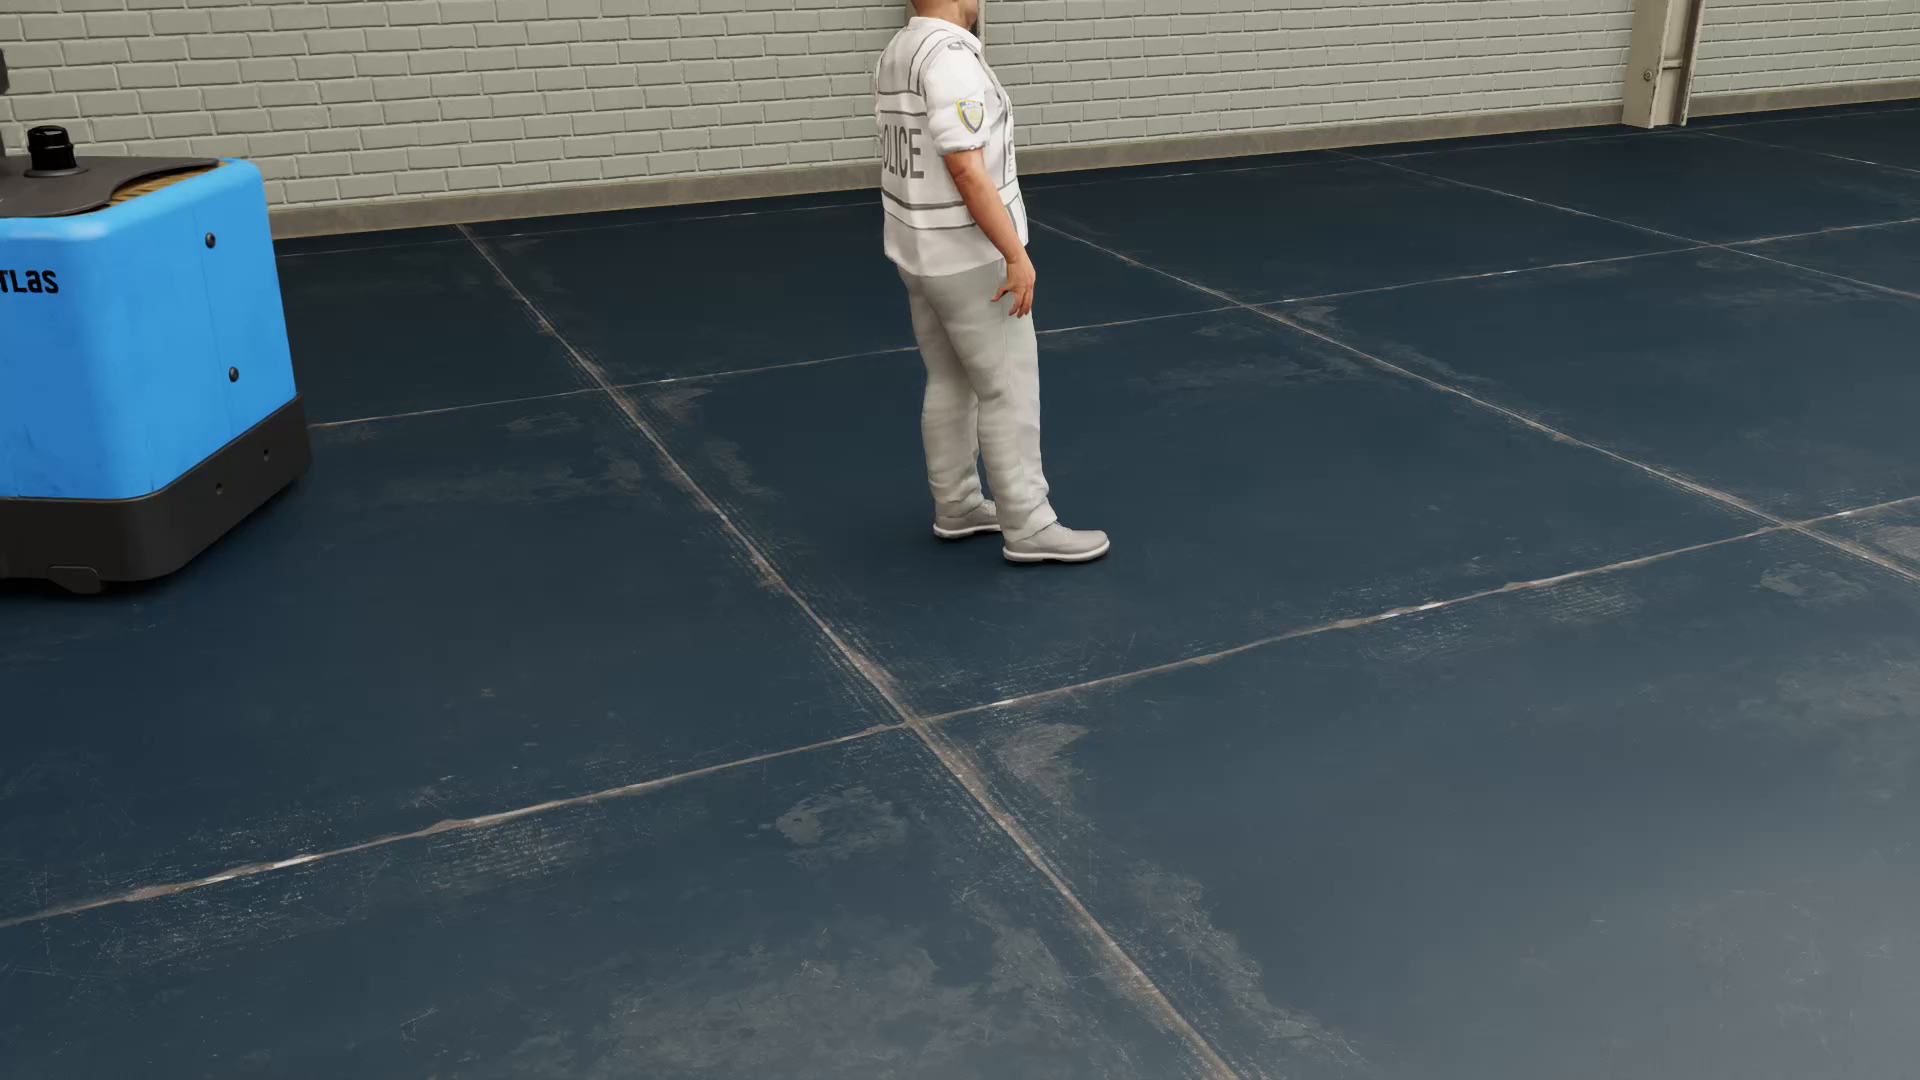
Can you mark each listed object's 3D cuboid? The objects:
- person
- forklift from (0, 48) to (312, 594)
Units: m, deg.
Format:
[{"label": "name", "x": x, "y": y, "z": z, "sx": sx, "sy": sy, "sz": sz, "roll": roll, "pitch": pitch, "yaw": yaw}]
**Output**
[{"label": "person", "x": 0.075, "y": -0.838, "z": 4.782, "sx": 0.575, "sy": 1.781, "sz": 0.640, "roll": -10, "pitch": 25, "yaw": -23}, {"label": "forklift", "x": -3.693, "y": -1.412, "z": 4.685, "sx": 3.031, "sy": 2.935, "sz": 1.130, "roll": 2, "pitch": 23, "yaw": 4}]
